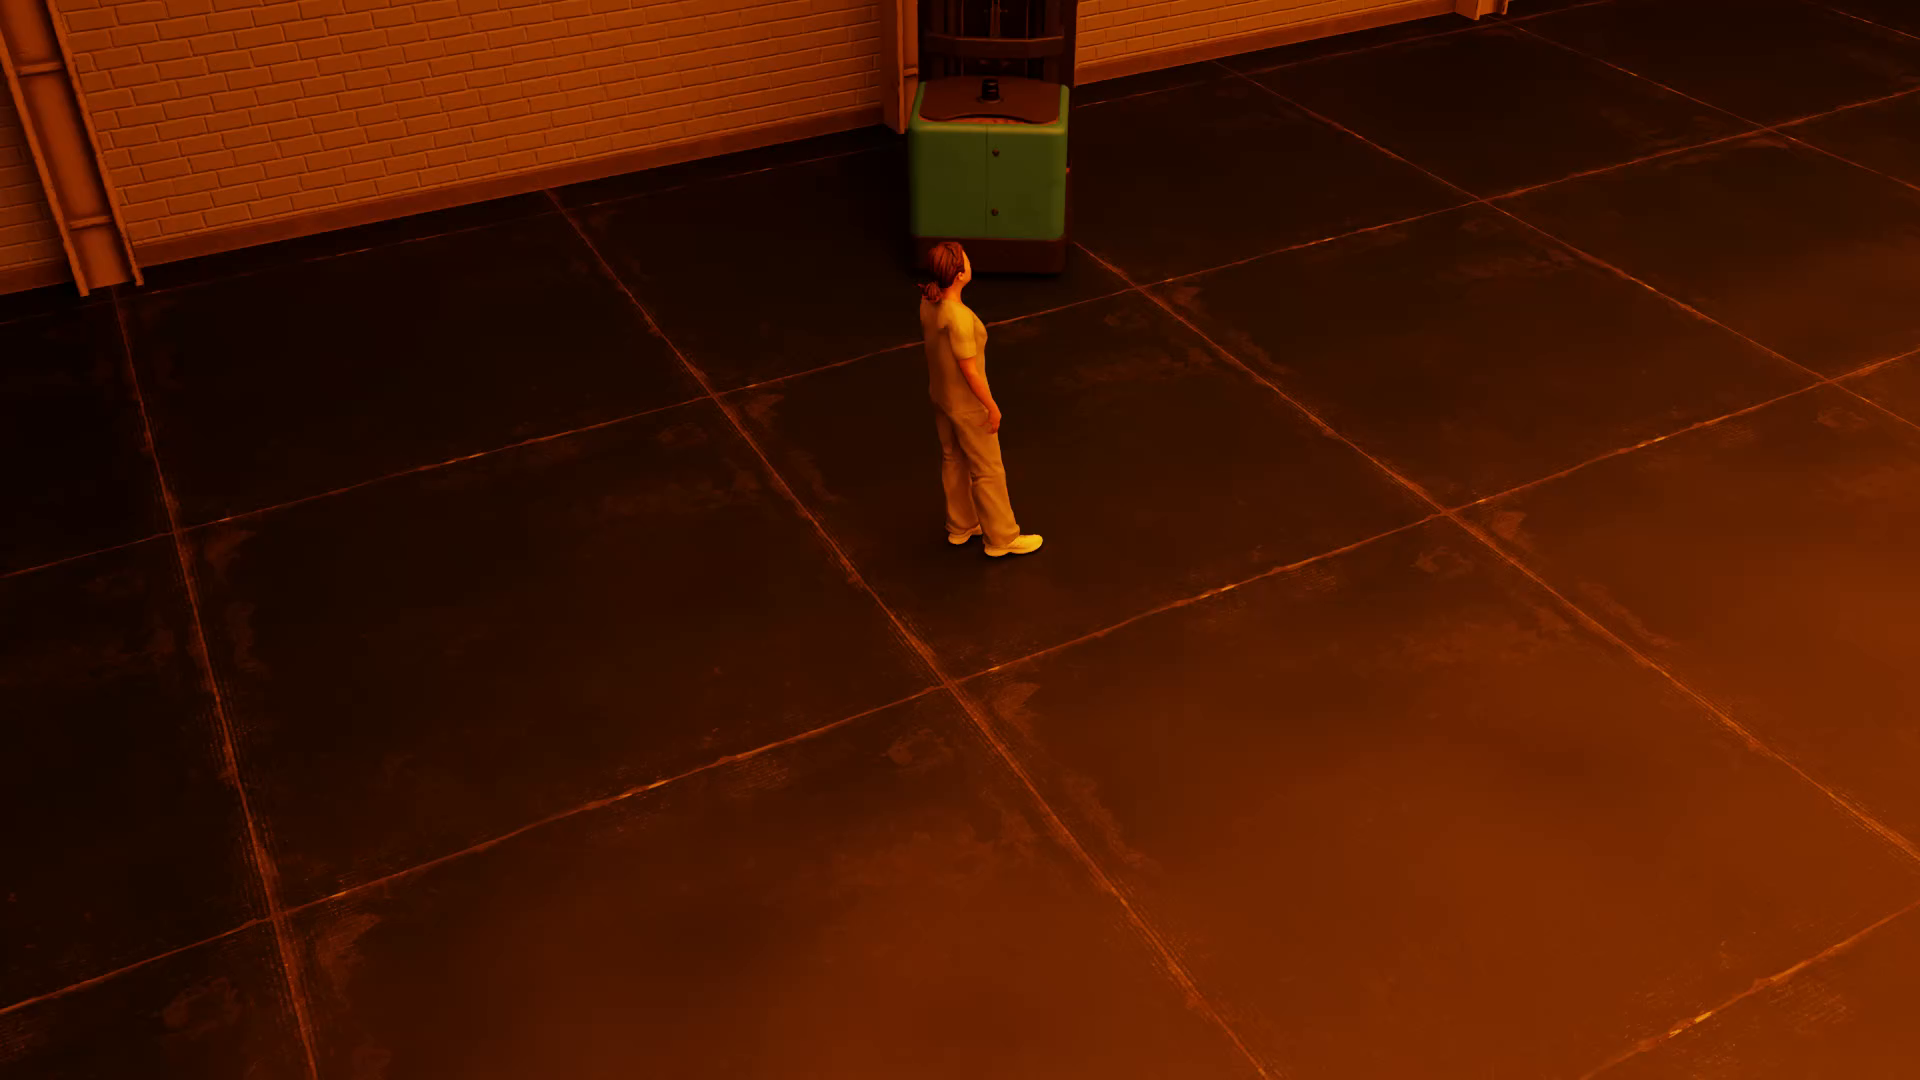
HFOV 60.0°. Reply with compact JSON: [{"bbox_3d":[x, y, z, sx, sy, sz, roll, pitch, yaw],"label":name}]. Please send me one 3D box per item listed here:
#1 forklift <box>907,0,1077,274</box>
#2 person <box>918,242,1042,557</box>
[{"bbox_3d":[0.270,-3.793,11.489,1.130,2.935,3.031,2,35,3],"label":"forklift"},{"bbox_3d":[0.071,-0.703,8.193,0.549,1.675,0.550,-17,39,-23],"label":"person"}]
